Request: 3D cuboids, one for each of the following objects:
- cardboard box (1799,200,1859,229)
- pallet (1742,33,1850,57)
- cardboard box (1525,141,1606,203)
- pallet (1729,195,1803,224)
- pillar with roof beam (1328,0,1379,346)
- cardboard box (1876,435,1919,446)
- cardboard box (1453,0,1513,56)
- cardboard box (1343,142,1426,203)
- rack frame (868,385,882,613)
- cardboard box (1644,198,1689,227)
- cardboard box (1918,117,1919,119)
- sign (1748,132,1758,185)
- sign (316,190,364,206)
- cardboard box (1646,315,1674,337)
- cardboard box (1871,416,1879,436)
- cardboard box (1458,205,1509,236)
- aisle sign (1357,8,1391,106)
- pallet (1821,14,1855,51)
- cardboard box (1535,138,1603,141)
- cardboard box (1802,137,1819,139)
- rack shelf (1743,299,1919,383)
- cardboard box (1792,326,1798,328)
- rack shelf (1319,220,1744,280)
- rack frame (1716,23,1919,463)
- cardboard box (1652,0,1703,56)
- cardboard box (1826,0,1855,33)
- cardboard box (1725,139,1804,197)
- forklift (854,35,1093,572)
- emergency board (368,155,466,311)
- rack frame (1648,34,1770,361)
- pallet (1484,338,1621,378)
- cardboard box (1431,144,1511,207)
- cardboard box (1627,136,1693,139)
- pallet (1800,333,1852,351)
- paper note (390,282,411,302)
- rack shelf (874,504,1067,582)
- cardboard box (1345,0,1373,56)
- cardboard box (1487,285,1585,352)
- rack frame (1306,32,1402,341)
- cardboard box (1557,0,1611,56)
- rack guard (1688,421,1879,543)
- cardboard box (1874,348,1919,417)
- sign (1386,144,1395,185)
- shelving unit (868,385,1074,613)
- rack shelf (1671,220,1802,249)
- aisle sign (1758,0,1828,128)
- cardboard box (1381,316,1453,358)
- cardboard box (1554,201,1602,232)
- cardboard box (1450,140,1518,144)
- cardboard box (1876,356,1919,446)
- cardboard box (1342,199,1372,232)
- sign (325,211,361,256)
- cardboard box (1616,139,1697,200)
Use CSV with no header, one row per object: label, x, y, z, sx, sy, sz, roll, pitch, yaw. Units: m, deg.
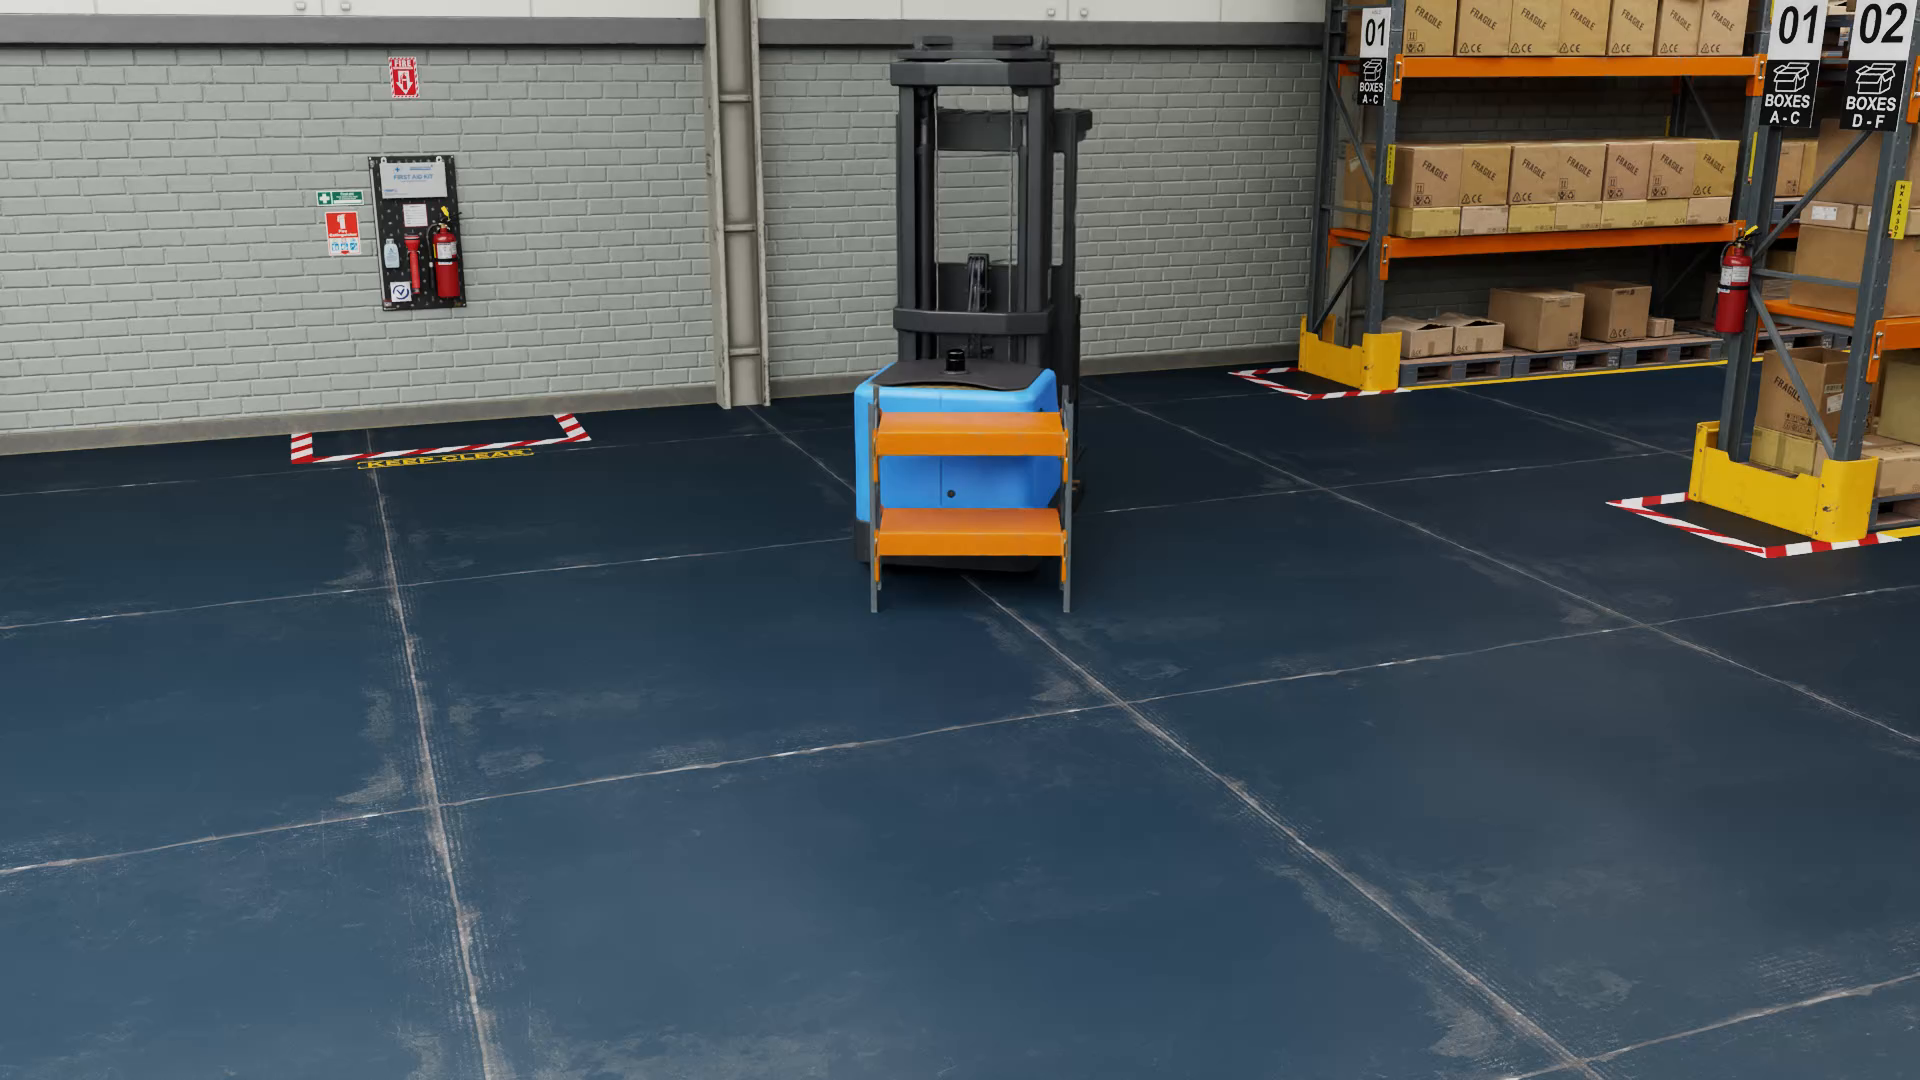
cardboard box,5.498,-2.039,10.388,0.250,0.149,0.380,-6,18,-21
pallet,7.783,-4.680,15.722,1.003,0.211,1.213,-6,17,-20
cardboard box,5.414,-3.313,14.956,0.500,0.500,0.500,-6,17,-18
pallet,7.934,-3.244,16.161,1.213,0.211,1.003,-6,17,-20
pillar with roof beam,5.318,-4.938,10.942,0.400,9.000,9.100,-6,17,-20
cardboard box,6.256,-0.520,10.680,0.500,0.250,0.500,-6,17,-20
cardboard box,4.350,-4.403,14.232,0.500,0.500,0.500,-5,17,-16
cardboard box,3.798,-3.295,14.894,0.500,0.500,0.500,-6,18,-21
rack frame,-0.452,-0.225,8.867,0.032,1.125,0.500,0,16,0
cardboard box,6.367,-3.059,15.422,0.500,0.250,0.500,-6,17,-20
cardboard box,6.189,-2.365,10.347,0.500,0.500,0.700,-7,18,-22
sign,5.028,-2.404,10.486,0.005,0.325,0.100,-6,17,-20
sign,-4.692,-2.589,12.586,0.331,0.109,0.001,-6,17,-20
cardboard box,6.680,-2.087,16.129,0.250,0.166,0.380,-9,18,-27
cardboard box,6.067,-0.658,11.151,0.500,0.250,0.500,-6,17,-20
cardboard box,4.483,-2.853,14.721,0.500,0.250,0.500,-7,18,-22
aisle sign,3.474,-4.055,13.969,0.004,0.787,0.394,-6,17,-20
pallet,5.879,-3.052,10.001,1.213,0.211,1.003,-6,17,-20
cardboard box,5.703,-3.502,15.600,0.500,0.500,0.500,-6,17,-19
cardboard box,8.784,-3.727,16.510,0.500,0.500,0.700,-4,17,-12
rack shelf,7.077,-1.447,10.980,4.000,0.370,1.077,-6,17,-20
cardboard box,8.315,-2.453,16.782,0.500,0.500,0.700,-7,18,-21
rack shelf,5.301,-2.750,15.417,4.000,0.370,1.077,-6,17,-20
rack frame,5.210,-1.591,10.192,0.127,3.000,1.000,-6,17,-20
cardboard box,6.309,-4.630,15.005,0.500,0.500,0.500,-8,18,-25
cardboard box,8.283,-4.991,15.860,0.500,0.311,0.500,-6,17,-18
cardboard box,7.656,-3.598,16.070,0.500,0.500,0.700,-6,17,-20
forklift,0.209,-1.601,10.347,1.130,2.935,3.031,3,17,12
emergency board,-4.146,-2.348,12.770,0.643,1.169,0.194,-6,17,-20
rack frame,7.169,-3.297,16.002,0.127,3.000,1.000,-6,17,-20
pallet,5.413,-1.758,15.710,1.213,0.211,1.003,-6,17,-20
cardboard box,4.452,-3.207,14.597,0.500,0.500,0.500,-6,17,-20
cardboard box,6.655,-3.602,15.940,0.500,0.500,0.500,-7,18,-21
pallet,9.036,-2.162,17.086,1.213,0.211,1.003,-6,17,-20
paper note,-4.336,-1.925,12.895,0.142,0.148,0.016,-6,17,-20
rack shelf,0.056,0.011,8.932,1.000,0.278,0.538,0,16,0
cardboard box,3.733,-4.499,14.559,0.500,0.500,0.500,-5,17,-16
cardboard box,5.347,-2.070,15.479,0.500,0.500,0.700,-7,18,-24
rack frame,3.434,-2.894,14.629,0.127,3.000,1.000,-6,17,-20
cardboard box,5.326,-4.516,14.617,0.500,0.500,0.500,-5,17,-17
rack guard,5.187,-0.389,10.536,0.348,0.500,1.175,-6,17,-20
cardboard box,6.532,-1.070,11.221,0.500,0.500,0.500,-6,17,-20
sign,3.628,-3.166,14.021,0.005,0.325,0.100,-6,17,-20
shelving unit,0.056,-0.224,8.863,1.048,1.125,0.538,0,16,0
rack shelf,9.036,-3.153,16.790,4.000,0.370,1.077,-6,17,-20
aisle sign,5.043,-2.909,10.066,0.004,0.787,0.394,-6,17,-20
cardboard box,4.112,-1.861,15.102,0.500,0.311,0.500,-8,18,-26
cardboard box,5.433,-2.953,15.062,0.500,0.250,0.500,-6,17,-20
cardboard box,4.752,-3.396,15.239,0.500,0.500,0.500,-7,18,-22
cardboard box,6.256,-0.879,10.572,0.500,0.500,0.500,-6,17,-20
cardboard box,3.801,-2.929,14.981,0.500,0.250,0.500,-6,17,-19
sign,-4.700,-2.336,12.667,0.234,0.329,0.001,-6,17,-20
cardboard box,6.374,-3.414,15.299,0.500,0.500,0.500,-6,17,-20
